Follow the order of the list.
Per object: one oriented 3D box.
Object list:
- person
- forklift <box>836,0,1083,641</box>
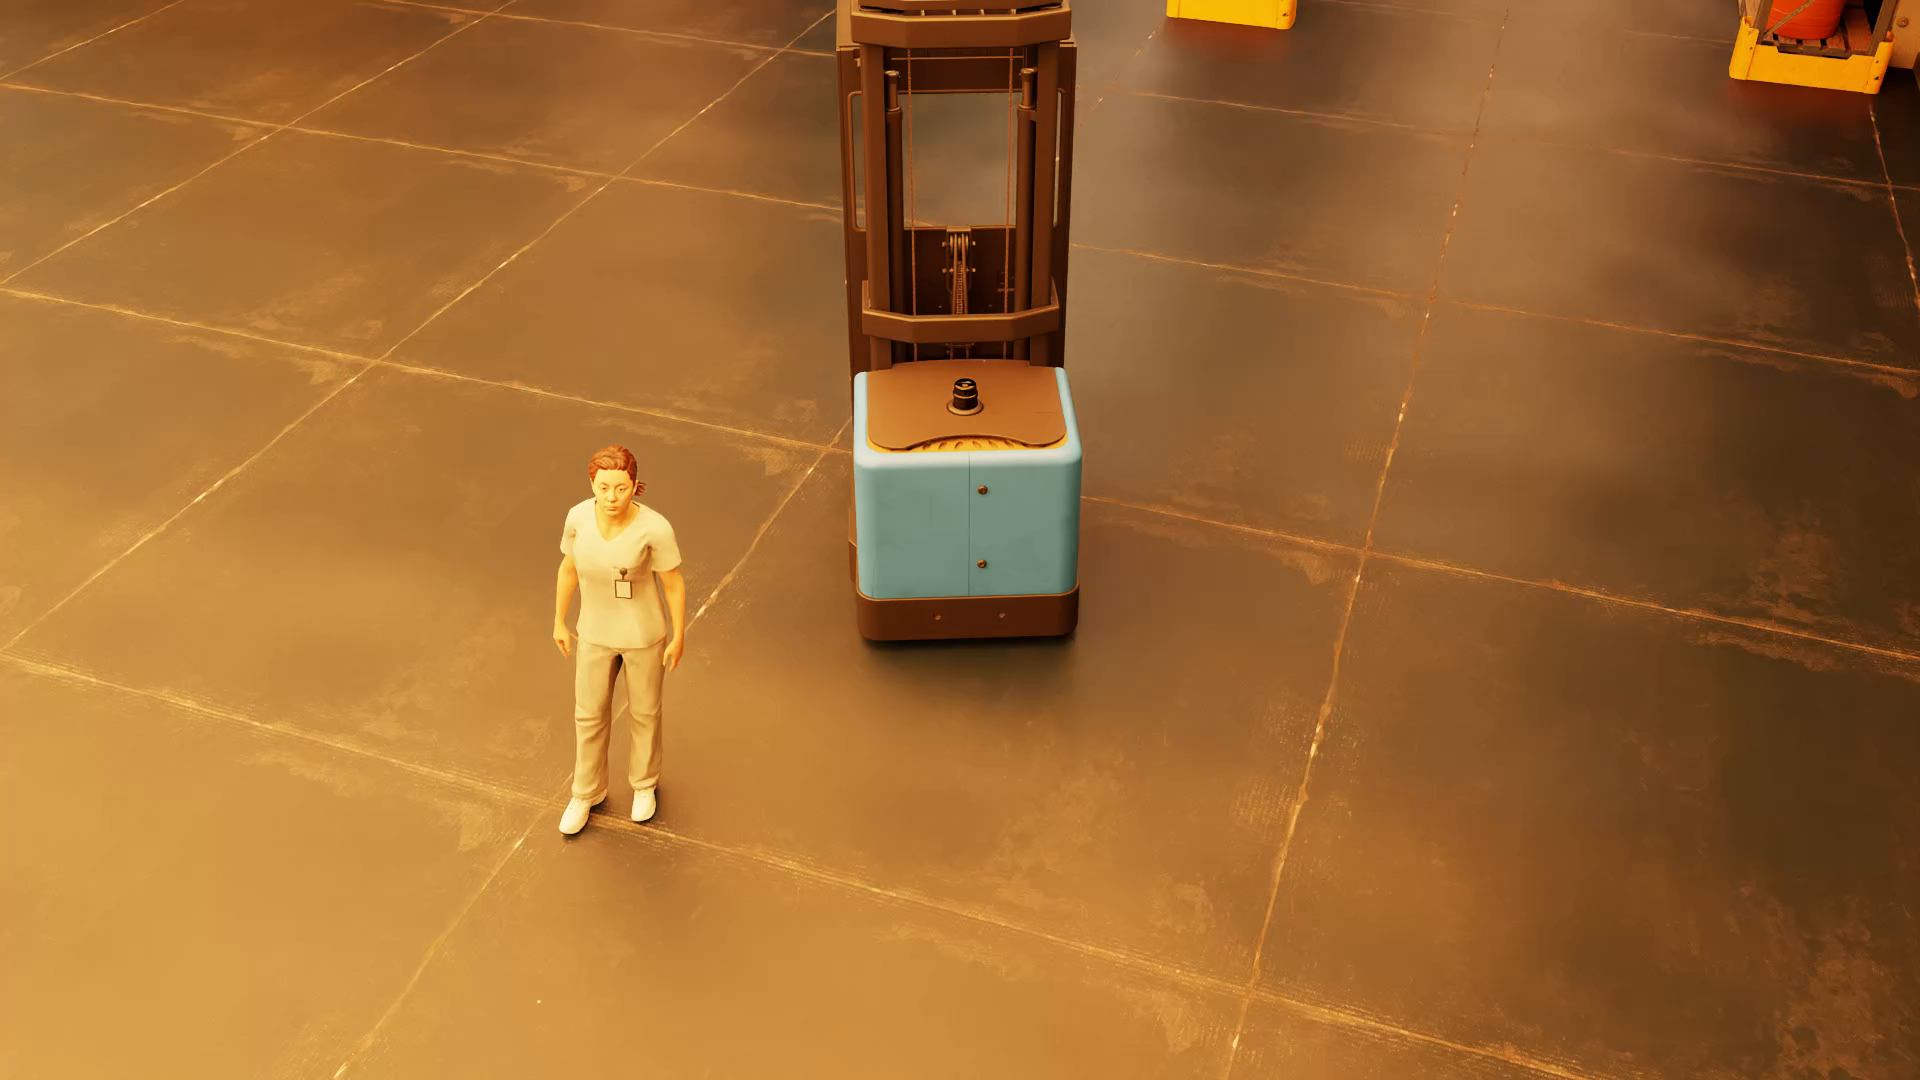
[{"bbox_3d":[-1.365,0.414,6.600,0.551,1.676,0.549,4,36,6],"label":"person"},{"bbox_3d":[-0.029,-1.547,8.293,1.130,2.935,3.031,-2,35,-2],"label":"forklift"}]
